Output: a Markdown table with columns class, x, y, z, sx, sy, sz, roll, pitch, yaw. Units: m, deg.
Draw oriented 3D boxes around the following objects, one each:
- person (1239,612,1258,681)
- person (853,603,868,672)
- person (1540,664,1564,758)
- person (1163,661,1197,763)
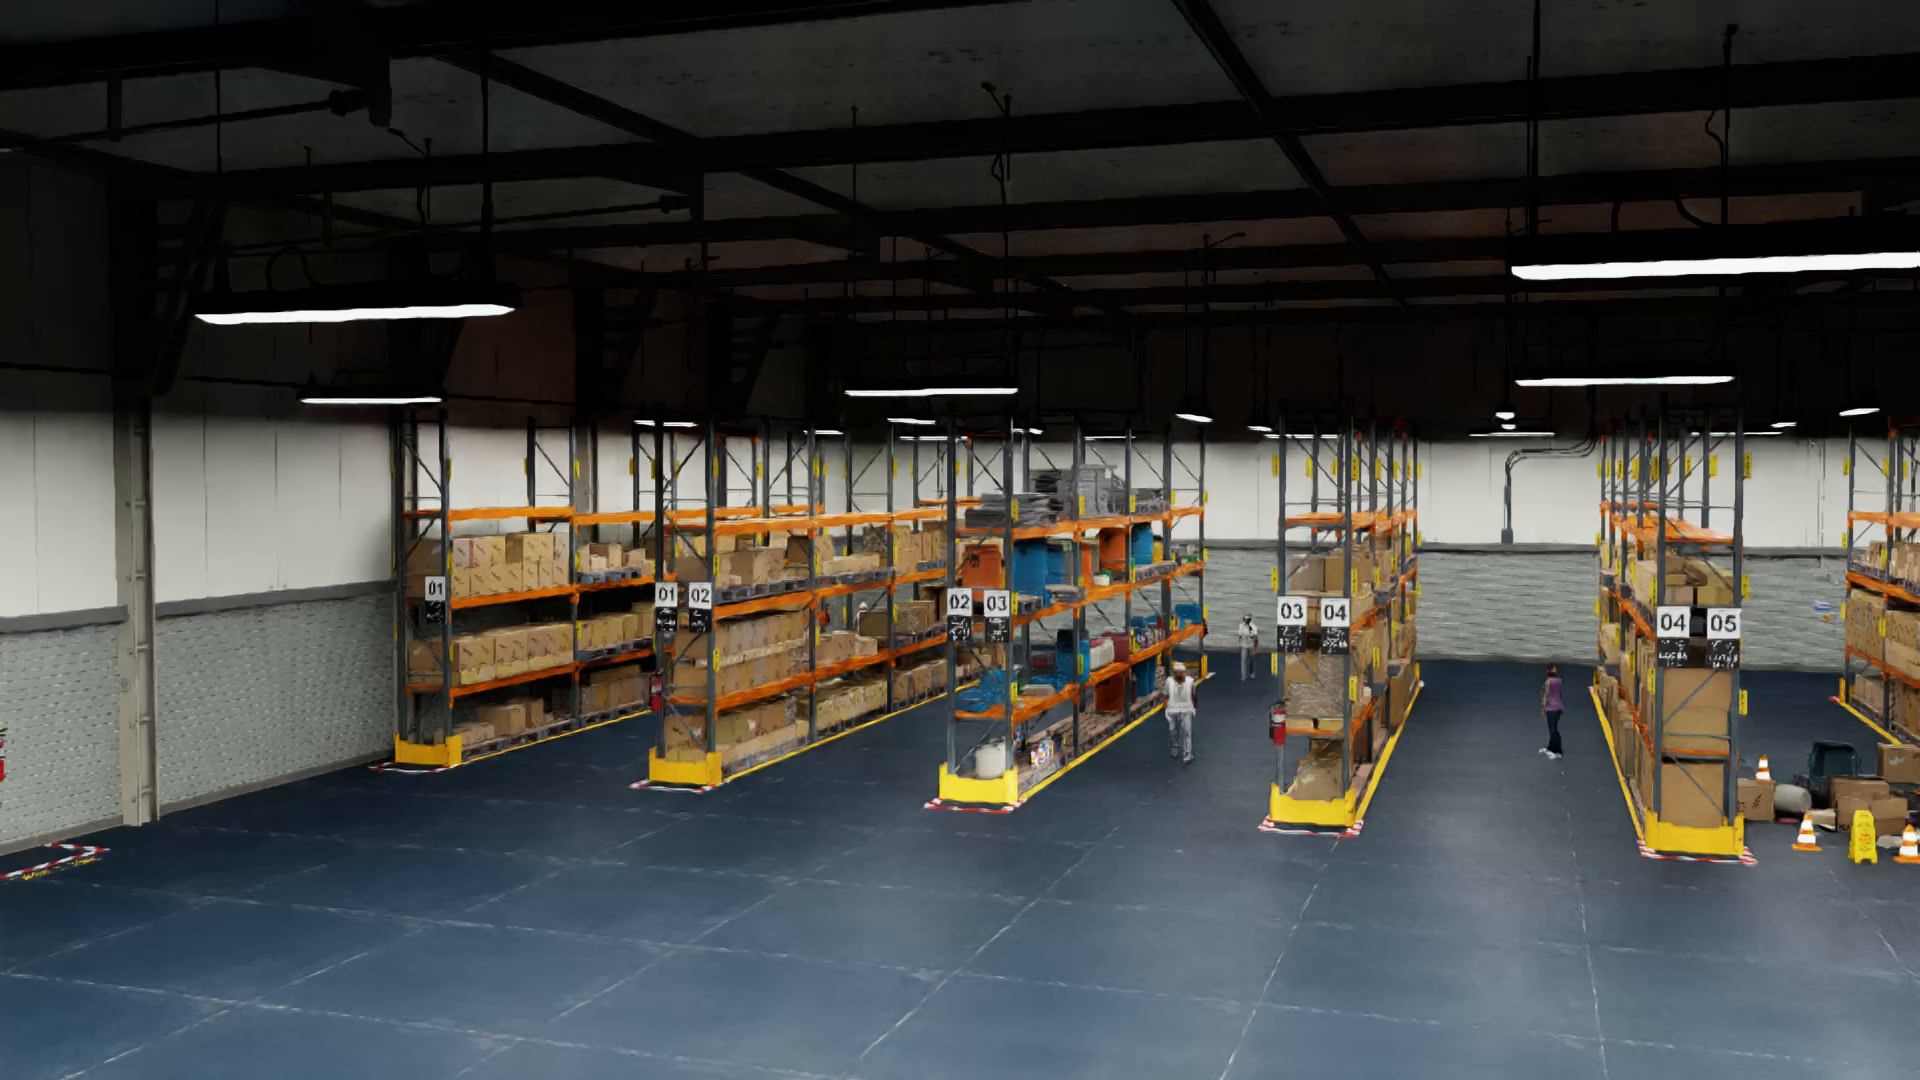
| class | x | y | z | sx | sy | sz | roll | pitch | yaw |
| --- | --- | --- | --- | --- | --- | --- | --- | --- | --- |
| person | 6.806 | 2.501 | 39.207 | 0.461 | 1.626 | 0.999 | 1 | 3 | 17 |
| person | -2.332 | 2.394 | 40.753 | 0.677 | 1.741 | 0.552 | 1 | 3 | 17 |
| person | 10.257 | 2.954 | 28.845 | 0.522 | 1.592 | 0.527 | -2 | 3 | -40 |
| person | 3.752 | 2.914 | 28.405 | 0.580 | 1.706 | 1.096 | 0 | 2 | 10 |
